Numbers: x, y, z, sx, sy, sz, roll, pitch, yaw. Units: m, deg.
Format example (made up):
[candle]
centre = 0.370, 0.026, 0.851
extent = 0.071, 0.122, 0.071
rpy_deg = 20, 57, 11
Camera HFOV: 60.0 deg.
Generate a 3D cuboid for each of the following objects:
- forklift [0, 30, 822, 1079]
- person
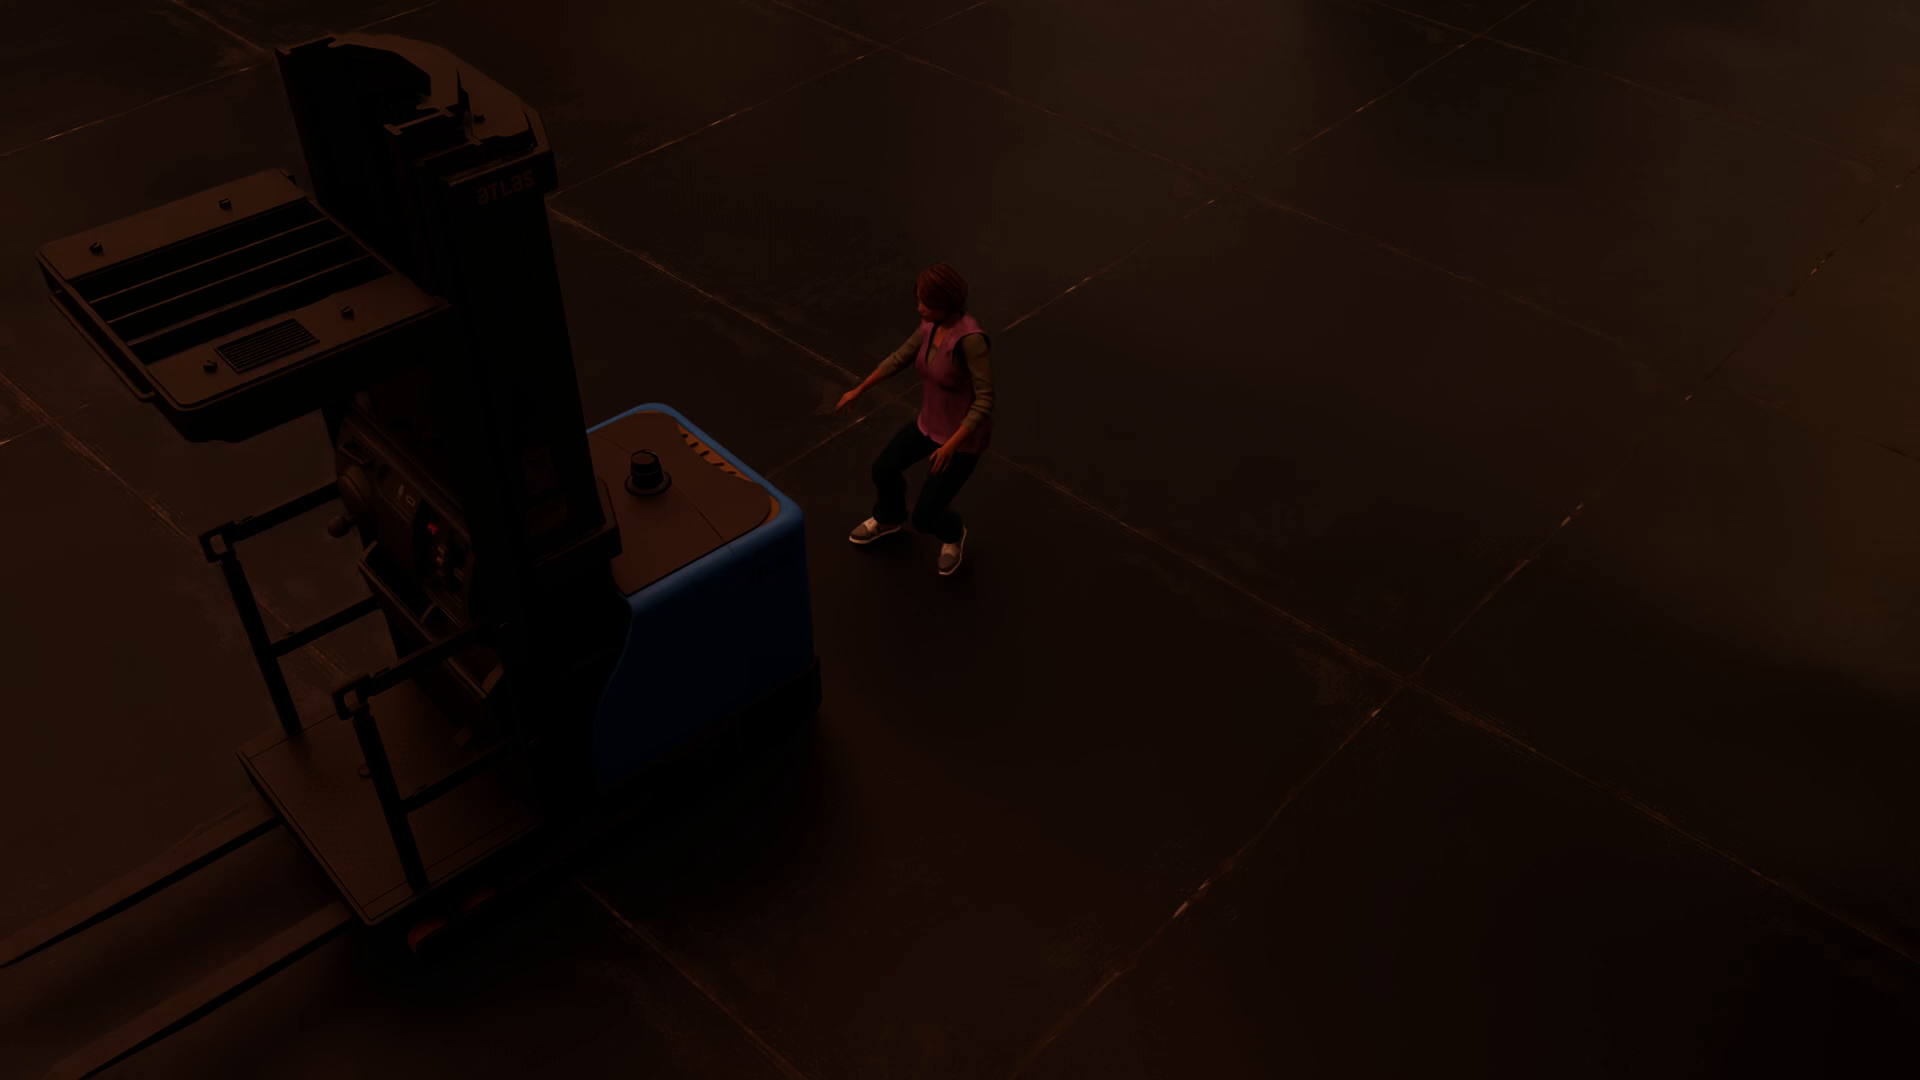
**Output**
[forklift]
centre = -2.000, -0.003, 5.431
extent = 3.031, 2.935, 1.130
rpy_deg = -30, 49, -30
[person]
centre = -0.160, -0.485, 7.101
extent = 0.517, 1.480, 0.669
rpy_deg = -23, 46, -24
